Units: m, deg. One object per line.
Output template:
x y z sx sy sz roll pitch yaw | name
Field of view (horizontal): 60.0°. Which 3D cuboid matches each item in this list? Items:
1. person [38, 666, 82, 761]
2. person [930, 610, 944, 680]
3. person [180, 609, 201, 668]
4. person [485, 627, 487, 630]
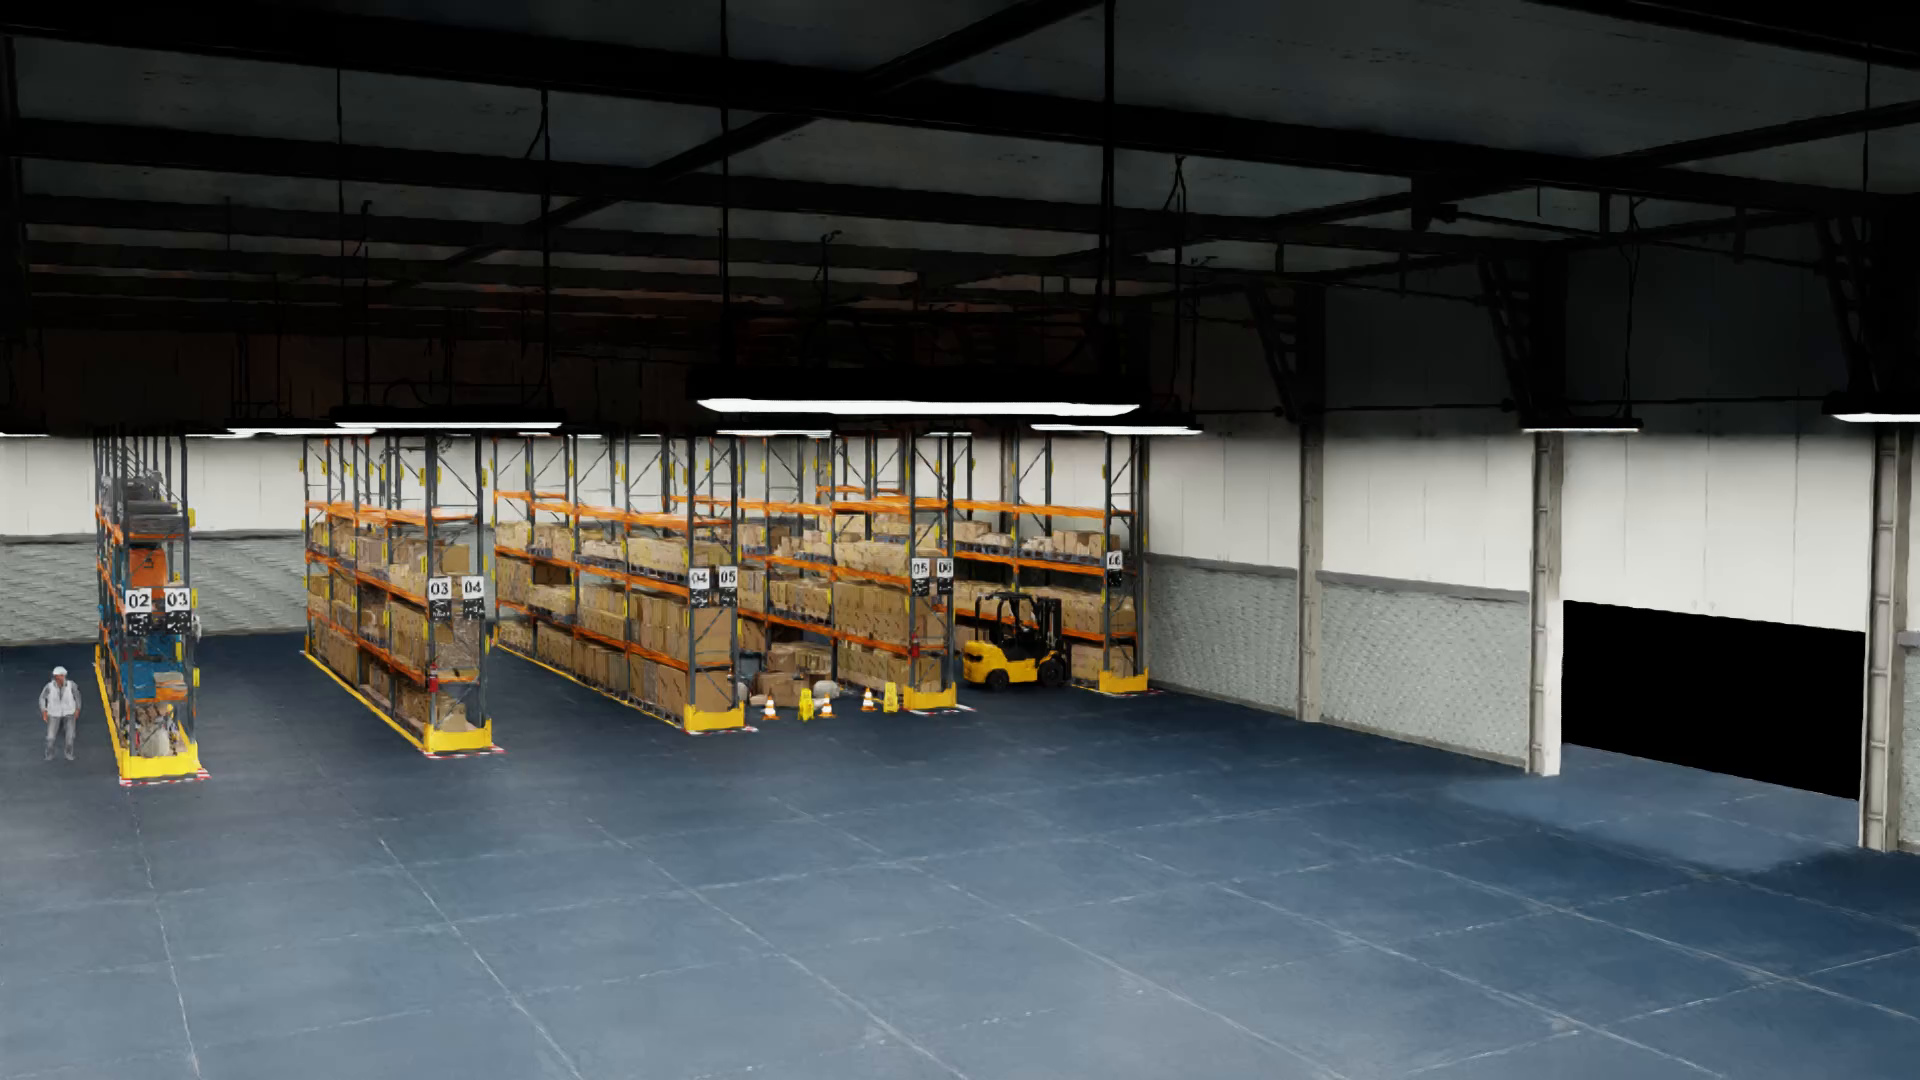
-15.977 3.077 29.544 0.677 1.726 0.574 -2 4 -30 | person
-0.616 2.494 39.490 0.465 1.662 0.498 0 3 1 | person
-19.303 2.383 41.736 0.488 1.587 1.089 -2 4 -31 | person
-14.333 1.947 49.264 0.534 1.581 0.935 0 3 -8 | person
